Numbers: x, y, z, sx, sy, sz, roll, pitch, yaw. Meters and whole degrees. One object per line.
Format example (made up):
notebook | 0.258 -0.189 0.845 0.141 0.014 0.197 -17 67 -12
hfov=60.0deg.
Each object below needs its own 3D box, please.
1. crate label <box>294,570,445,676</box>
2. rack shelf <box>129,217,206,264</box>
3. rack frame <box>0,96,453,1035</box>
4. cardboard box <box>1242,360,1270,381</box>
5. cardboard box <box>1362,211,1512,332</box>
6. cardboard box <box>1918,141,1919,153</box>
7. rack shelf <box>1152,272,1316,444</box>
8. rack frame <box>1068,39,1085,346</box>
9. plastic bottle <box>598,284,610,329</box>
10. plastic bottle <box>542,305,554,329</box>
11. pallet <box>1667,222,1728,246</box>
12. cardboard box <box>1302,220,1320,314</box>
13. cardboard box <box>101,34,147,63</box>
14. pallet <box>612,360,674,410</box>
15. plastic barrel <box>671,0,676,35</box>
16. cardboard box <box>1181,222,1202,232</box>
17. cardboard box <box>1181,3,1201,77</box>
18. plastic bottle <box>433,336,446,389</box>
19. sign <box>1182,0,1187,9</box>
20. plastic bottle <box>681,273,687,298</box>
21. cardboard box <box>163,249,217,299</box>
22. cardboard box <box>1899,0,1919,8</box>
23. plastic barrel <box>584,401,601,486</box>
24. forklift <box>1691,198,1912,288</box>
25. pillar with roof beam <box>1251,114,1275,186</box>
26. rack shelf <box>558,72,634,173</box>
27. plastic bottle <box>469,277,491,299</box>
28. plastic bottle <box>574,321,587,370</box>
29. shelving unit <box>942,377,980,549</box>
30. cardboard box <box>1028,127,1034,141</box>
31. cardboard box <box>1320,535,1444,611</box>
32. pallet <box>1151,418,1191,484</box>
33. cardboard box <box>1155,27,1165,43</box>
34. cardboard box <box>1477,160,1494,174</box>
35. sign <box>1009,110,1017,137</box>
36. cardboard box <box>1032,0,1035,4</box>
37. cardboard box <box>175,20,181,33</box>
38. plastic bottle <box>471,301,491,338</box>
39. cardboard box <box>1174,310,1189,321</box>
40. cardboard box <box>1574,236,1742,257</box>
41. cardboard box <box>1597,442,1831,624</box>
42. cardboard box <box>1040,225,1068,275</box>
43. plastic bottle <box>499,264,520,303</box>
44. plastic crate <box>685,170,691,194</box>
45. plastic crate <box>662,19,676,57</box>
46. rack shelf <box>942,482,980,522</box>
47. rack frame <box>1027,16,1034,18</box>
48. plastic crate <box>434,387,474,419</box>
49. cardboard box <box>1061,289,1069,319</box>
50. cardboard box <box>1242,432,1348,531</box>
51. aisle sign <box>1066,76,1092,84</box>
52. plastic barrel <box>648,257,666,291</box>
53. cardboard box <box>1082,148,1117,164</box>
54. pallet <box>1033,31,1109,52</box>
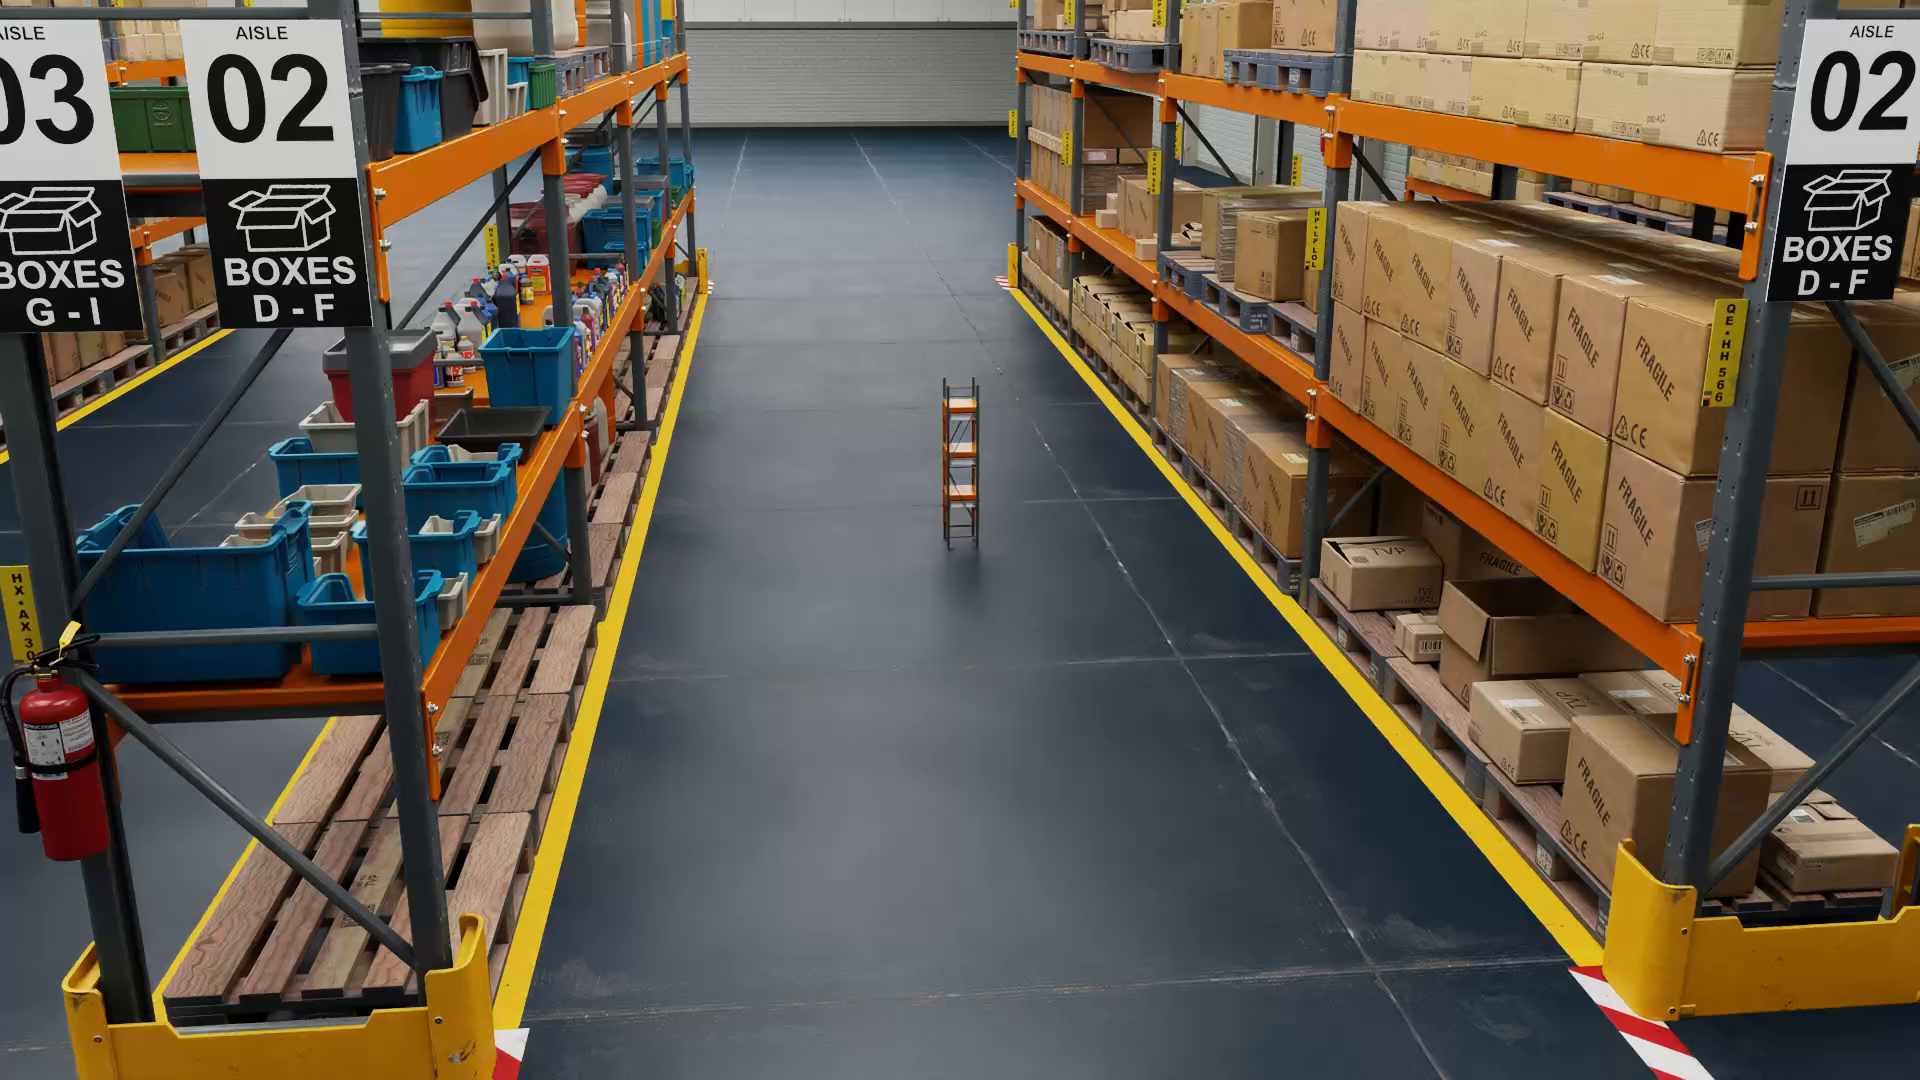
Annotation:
crate label | -1.776 0.252 5.046 0.416 0.233 0.303 -2 18 -6
rack shelf | -8.448 -3.390 17.670 1.077 0.370 4.000 -2 18 -6
rack frame | -2.078 0.284 4.764 1.000 3.000 0.127 -2 18 -6
cardboard box | 2.364 -1.338 12.118 0.500 0.250 0.500 -1 17 -4
cardboard box | 2.259 -1.281 7.914 0.500 0.500 0.500 -2 18 -7
cardboard box | 3.049 -1.388 5.333 0.500 0.250 0.500 -2 18 -6
rack shelf | 2.231 -1.312 11.049 1.077 0.370 4.000 -2 18 -6
rack frame | 1.612 -3.443 16.635 1.000 3.000 0.127 -2 18 -6
plastic bottle | -2.286 -1.501 10.644 0.061 0.283 0.133 -2 18 -6
plastic bottle | -2.406 -1.269 9.919 0.152 0.276 0.135 -2 18 -6
pallet | 6.772 -2.523 14.025 1.213 0.211 1.003 -2 18 -6
cardboard box | 2.477 -1.658 10.083 0.700 0.500 0.500 1 17 3
cardboard box | -8.034 -4.639 15.690 0.500 0.250 0.500 -2 18 -8
pallet | -3.067 -1.363 14.667 1.003 0.211 1.213 -2 18 -6
plastic barrel | -3.552 -6.178 18.922 0.600 0.830 0.708 -2 18 -6
cardboard box | 2.125 -2.481 13.721 0.500 0.311 0.500 -2 18 -6
cardboard box | 2.103 -3.601 11.964 0.910 0.500 0.500 -2 18 -6
plastic bottle | -2.853 -0.956 8.920 0.152 0.276 0.135 -2 18 -6
sign | 2.151 -5.290 16.124 0.100 0.325 0.005 -2 18 -6
plastic bottle | -3.072 -2.829 18.480 0.061 0.283 0.133 -1 17 -4
cardboard box | -8.511 -2.974 18.613 0.500 0.500 0.500 3 18 9
cardboard box | 3.055 -1.627 5.259 0.500 0.250 0.500 -2 18 -6
plastic barrel | -2.719 -0.667 11.119 0.600 0.588 0.708 -2 18 -6
forklift | 4.668 -1.283 9.869 1.130 2.935 3.031 -2 18 -7
pillar with roof beam | 1.539 -10.911 30.409 9.100 9.000 0.400 -2 18 -6
rack shelf | -2.697 -2.591 10.116 1.077 0.370 4.000 -2 18 -6
plastic bottle | -3.024 -1.476 10.452 0.144 0.351 0.185 -2 18 -6
plastic bottle | -2.197 -1.107 9.402 0.152 0.276 0.135 -2 18 -6
shelving unit | 0.005 -0.485 10.469 0.215 1.050 0.252 -2 18 -6
cardboard box | 1.026 -4.868 19.926 0.380 0.149 0.250 -2 18 -6
cardboard box | 2.265 0.145 8.961 0.500 0.311 0.500 -2 18 -6
pallet | 2.064 -0.697 12.545 1.003 0.211 1.213 -2 18 -6
cardboard box | 1.850 -4.100 13.270 0.500 0.250 0.500 -1 17 -4
cardboard box | 6.084 -4.323 18.404 0.500 0.500 0.500 -2 18 -7
sign | 0.647 -5.070 20.241 0.100 0.325 0.005 -2 18 -6
cardboard box | 1.254 -6.211 19.337 0.797 0.503 0.637 -1 17 -2
cardboard box | -8.202 -5.257 16.991 0.380 0.149 0.250 -1 17 -4
plastic bottle | -2.786 -1.207 9.597 0.144 0.351 0.185 -2 18 -6
cardboard box | 2.150 -1.880 14.612 0.500 0.311 0.500 -2 18 -7
cardboard box | 2.905 -0.989 6.982 0.500 0.500 0.500 -2 18 -6
cardboard box | 2.533 -0.040 5.631 0.500 0.500 0.500 -1 17 -4
cardboard box | 1.185 -3.267 18.713 0.500 0.500 0.500 -2 18 -6
plastic bottle | -3.132 -1.763 11.493 0.152 0.276 0.135 -2 18 -6
plastic crate | -3.318 -4.078 18.907 0.499 0.251 0.408 -2 18 -6
plastic crate | -3.232 -5.347 17.721 0.392 0.384 0.575 -2 18 -6
rack shelf | 0.005 -0.210 10.555 0.215 0.259 0.240 -2 18 -6
rack frame | 1.203 -7.497 19.533 0.949 2.616 0.053 -2 18 -6
plastic crate | -2.585 -0.667 8.134 0.396 0.136 0.243 -2 18 -6
cardboard box | 1.347 -2.463 17.403 0.500 0.250 0.500 -2 18 -6
cardboard box | 2.058 -0.362 10.262 0.500 0.500 0.500 -2 18 -5
aisle sign | 1.485 -5.903 20.133 0.394 0.787 0.004 -2 18 -6
plastic barrel | -3.532 -3.153 19.164 0.421 0.512 0.421 0 17 0
cardboard box | 1.371 -3.874 16.760 0.380 0.149 0.250 -2 18 -6
pallet | 1.375 -5.448 18.161 1.003 0.211 1.213 -2 18 -6
